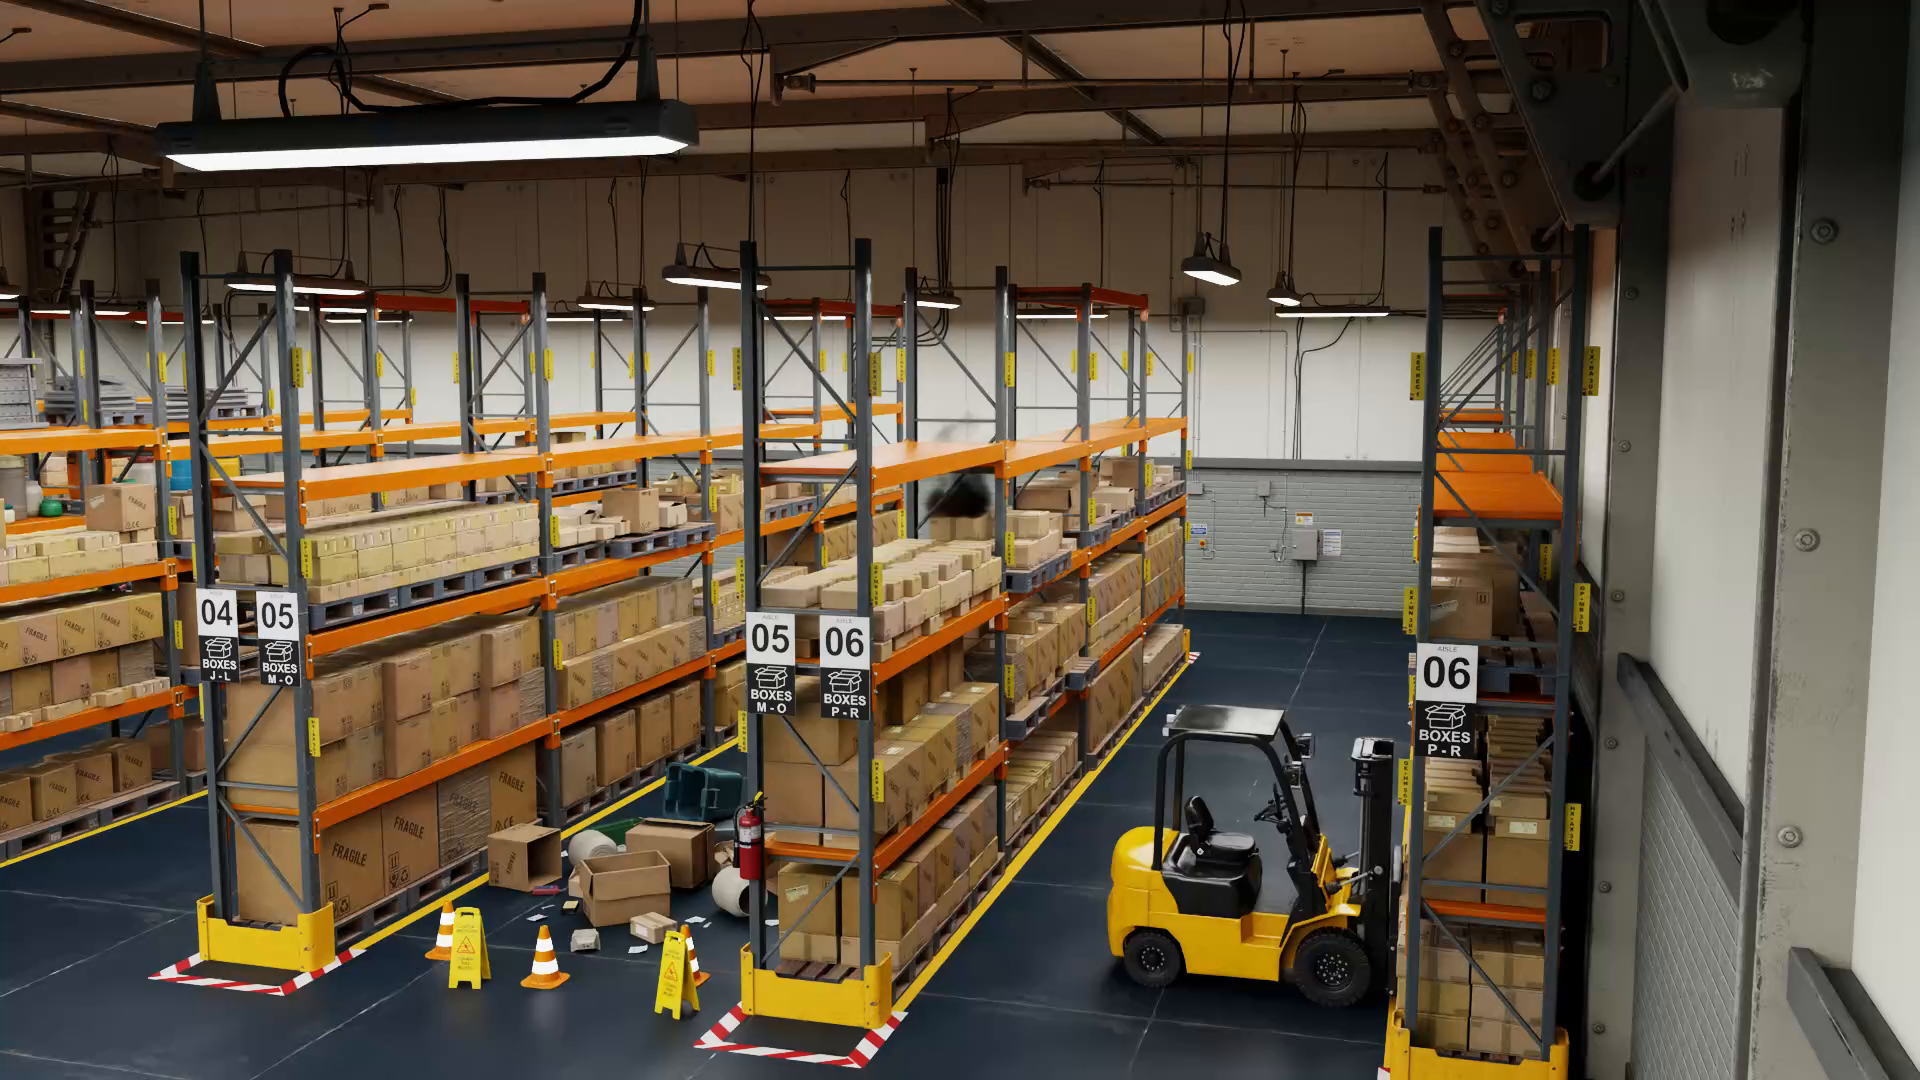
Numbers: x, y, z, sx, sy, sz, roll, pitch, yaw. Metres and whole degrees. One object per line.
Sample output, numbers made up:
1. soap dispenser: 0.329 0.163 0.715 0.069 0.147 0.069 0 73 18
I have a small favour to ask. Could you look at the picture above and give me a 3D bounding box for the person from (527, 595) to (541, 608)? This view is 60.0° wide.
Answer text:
1. person: -6.221 1.572 24.445 0.674 1.719 0.569 2 7 17
